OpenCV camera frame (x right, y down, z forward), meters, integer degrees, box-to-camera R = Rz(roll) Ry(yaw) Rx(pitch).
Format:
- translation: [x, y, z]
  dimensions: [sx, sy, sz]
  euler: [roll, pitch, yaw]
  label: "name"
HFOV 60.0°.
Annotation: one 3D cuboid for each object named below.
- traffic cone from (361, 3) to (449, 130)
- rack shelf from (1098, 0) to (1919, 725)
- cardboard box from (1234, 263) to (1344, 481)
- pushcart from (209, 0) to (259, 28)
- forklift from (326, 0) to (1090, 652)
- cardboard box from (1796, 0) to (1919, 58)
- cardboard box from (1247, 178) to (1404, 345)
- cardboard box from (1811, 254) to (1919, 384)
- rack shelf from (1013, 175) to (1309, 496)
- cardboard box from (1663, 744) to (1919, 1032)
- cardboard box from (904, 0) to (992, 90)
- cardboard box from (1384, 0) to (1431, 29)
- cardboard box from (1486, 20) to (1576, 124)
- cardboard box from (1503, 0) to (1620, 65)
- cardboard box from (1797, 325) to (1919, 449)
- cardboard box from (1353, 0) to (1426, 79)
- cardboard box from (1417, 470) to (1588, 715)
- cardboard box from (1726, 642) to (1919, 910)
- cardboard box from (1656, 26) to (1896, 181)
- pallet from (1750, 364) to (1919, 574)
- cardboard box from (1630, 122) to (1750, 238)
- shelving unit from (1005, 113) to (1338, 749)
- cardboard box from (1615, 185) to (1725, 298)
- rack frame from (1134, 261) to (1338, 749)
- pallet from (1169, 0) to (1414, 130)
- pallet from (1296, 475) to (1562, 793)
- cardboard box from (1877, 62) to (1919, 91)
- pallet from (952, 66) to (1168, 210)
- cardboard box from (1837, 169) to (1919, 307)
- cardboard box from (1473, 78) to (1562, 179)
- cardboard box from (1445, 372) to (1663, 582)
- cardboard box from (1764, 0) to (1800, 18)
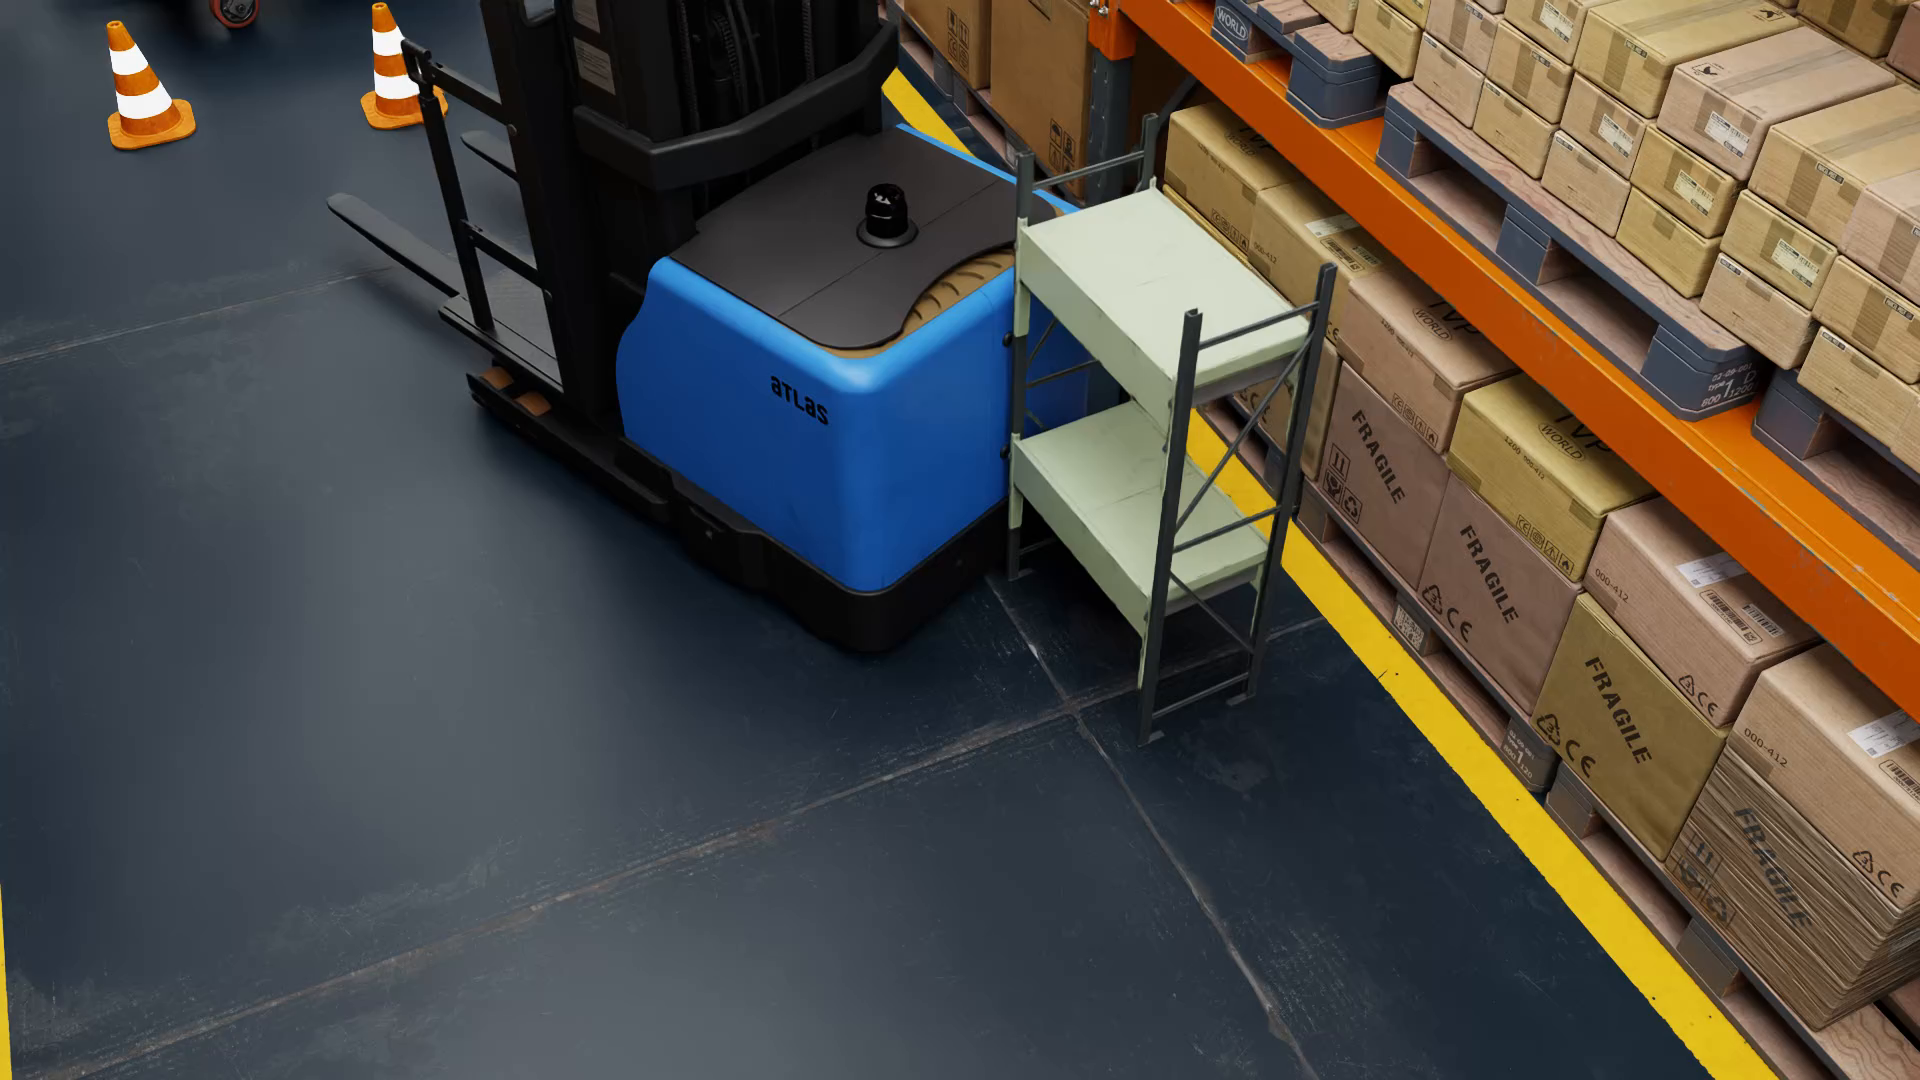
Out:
- translation: [-2.382, -2.026, 6.974]
  dimensions: [0.336, 0.463, 0.334]
  euler: [-18, 47, -17]
  label: "traffic cone"
- translation: [1.769, -0.642, 4.277]
  dimensions: [1.077, 0.370, 4.000]
  euler: [-18, 47, -17]
  label: "rack shelf"
- translation: [1.208, -0.587, 5.190]
  dimensions: [0.500, 0.500, 0.500]
  euler: [-17, 47, -17]
  label: "cardboard box"
- translation: [-3.155, -2.967, 7.988]
  dimensions: [1.648, 0.377, 0.936]
  euler: [-35, 54, -30]
  label: "pushcart"
- translation: [-1.027, -1.621, 4.806]
  dimensions: [3.031, 2.935, 1.130]
  euler: [32, 53, 28]
  label: "forklift"
- translation: [2.200, -1.276, 3.864]
  dimensions: [0.380, 0.149, 0.250]
  euler: [-17, 47, -16]
  label: "cardboard box"
- translation: [1.211, -0.865, 4.938]
  dimensions: [0.500, 0.250, 0.500]
  euler: [-19, 48, -18]
  label: "cardboard box"
- translation: [1.930, -0.484, 3.273]
  dimensions: [0.380, 0.149, 0.250]
  euler: [-19, 48, -19]
  label: "cardboard box"
- translation: [0.496, -0.526, 4.160]
  dimensions: [0.431, 0.370, 0.720]
  euler: [-21, 48, -20]
  label: "rack shelf"
- translation: [2.070, 0.720, 3.866]
  dimensions: [0.500, 0.500, 0.500]
  euler: [-19, 48, -18]
  label: "cardboard box"
- translation: [0.383, -2.492, 6.942]
  dimensions: [1.050, 0.750, 0.750]
  euler: [-17, 47, -17]
  label: "cardboard box"
- translation: [1.286, -1.469, 4.271]
  dimensions: [0.380, 0.149, 0.250]
  euler: [-18, 47, -17]
  label: "cardboard box"
- translation: [1.491, -1.151, 3.949]
  dimensions: [0.380, 0.149, 0.250]
  euler: [-18, 48, -18]
  label: "cardboard box"
- translation: [1.500, -1.255, 3.843]
  dimensions: [0.380, 0.149, 0.250]
  euler: [-17, 47, -16]
  label: "cardboard box"
- translation: [1.945, -0.363, 3.362]
  dimensions: [0.380, 0.149, 0.250]
  euler: [-20, 48, -19]
  label: "cardboard box"
- translation: [1.274, -1.373, 4.386]
  dimensions: [0.380, 0.149, 0.250]
  euler: [-16, 47, -16]
  label: "cardboard box"
- translation: [1.643, 0.065, 4.530]
  dimensions: [0.500, 0.500, 0.500]
  euler: [-19, 48, -18]
  label: "cardboard box"
- translation: [2.067, 0.450, 3.605]
  dimensions: [0.500, 0.250, 0.500]
  euler: [-19, 48, -18]
  label: "cardboard box"
- translation: [1.716, -0.924, 3.507]
  dimensions: [0.380, 0.149, 0.250]
  euler: [-20, 48, -19]
  label: "cardboard box"
- translation: [2.420, -0.085, 3.337]
  dimensions: [1.003, 0.211, 1.213]
  euler: [-18, 47, -17]
  label: "pallet"
- translation: [1.705, -0.823, 3.617]
  dimensions: [0.380, 0.149, 0.250]
  euler: [-18, 47, -17]
  label: "cardboard box"
- translation: [0.496, -0.249, 4.434]
  dimensions: [0.431, 1.500, 0.755]
  euler: [-21, 48, -20]
  label: "shelving unit"
- translation: [1.712, -0.707, 3.711]
  dimensions: [0.380, 0.149, 0.250]
  euler: [-16, 47, -16]
  label: "cardboard box"
- translation: [0.670, -0.023, 4.205]
  dimensions: [0.400, 1.500, 0.023]
  euler: [-21, 48, -20]
  label: "rack frame"
- translation: [1.324, -1.681, 4.955]
  dimensions: [1.213, 0.211, 1.003]
  euler: [-18, 47, -17]
  label: "pallet"
- translation: [1.764, 0.095, 5.003]
  dimensions: [1.003, 0.211, 1.213]
  euler: [-18, 47, -17]
  label: "pallet"
- translation: [2.305, -1.011, 3.807]
  dimensions: [0.380, 0.149, 0.250]
  euler: [-19, 48, -18]
  label: "cardboard box"
- translation: [0.664, -1.704, 6.827]
  dimensions: [1.003, 0.211, 1.213]
  euler: [-18, 47, -17]
  label: "pallet"
- translation: [1.932, -0.597, 3.175]
  dimensions: [0.380, 0.149, 0.250]
  euler: [-18, 47, -18]
  label: "cardboard box"
- translation: [1.492, -1.043, 4.052]
  dimensions: [0.380, 0.149, 0.250]
  euler: [-17, 47, -17]
  label: "cardboard box"
- translation: [1.628, -0.214, 4.278]
  dimensions: [0.500, 0.250, 0.500]
  euler: [-20, 48, -19]
  label: "cardboard box"
- translation: [2.093, -1.337, 4.137]
  dimensions: [0.380, 0.149, 0.250]
  euler: [-17, 47, -16]
  label: "cardboard box"
